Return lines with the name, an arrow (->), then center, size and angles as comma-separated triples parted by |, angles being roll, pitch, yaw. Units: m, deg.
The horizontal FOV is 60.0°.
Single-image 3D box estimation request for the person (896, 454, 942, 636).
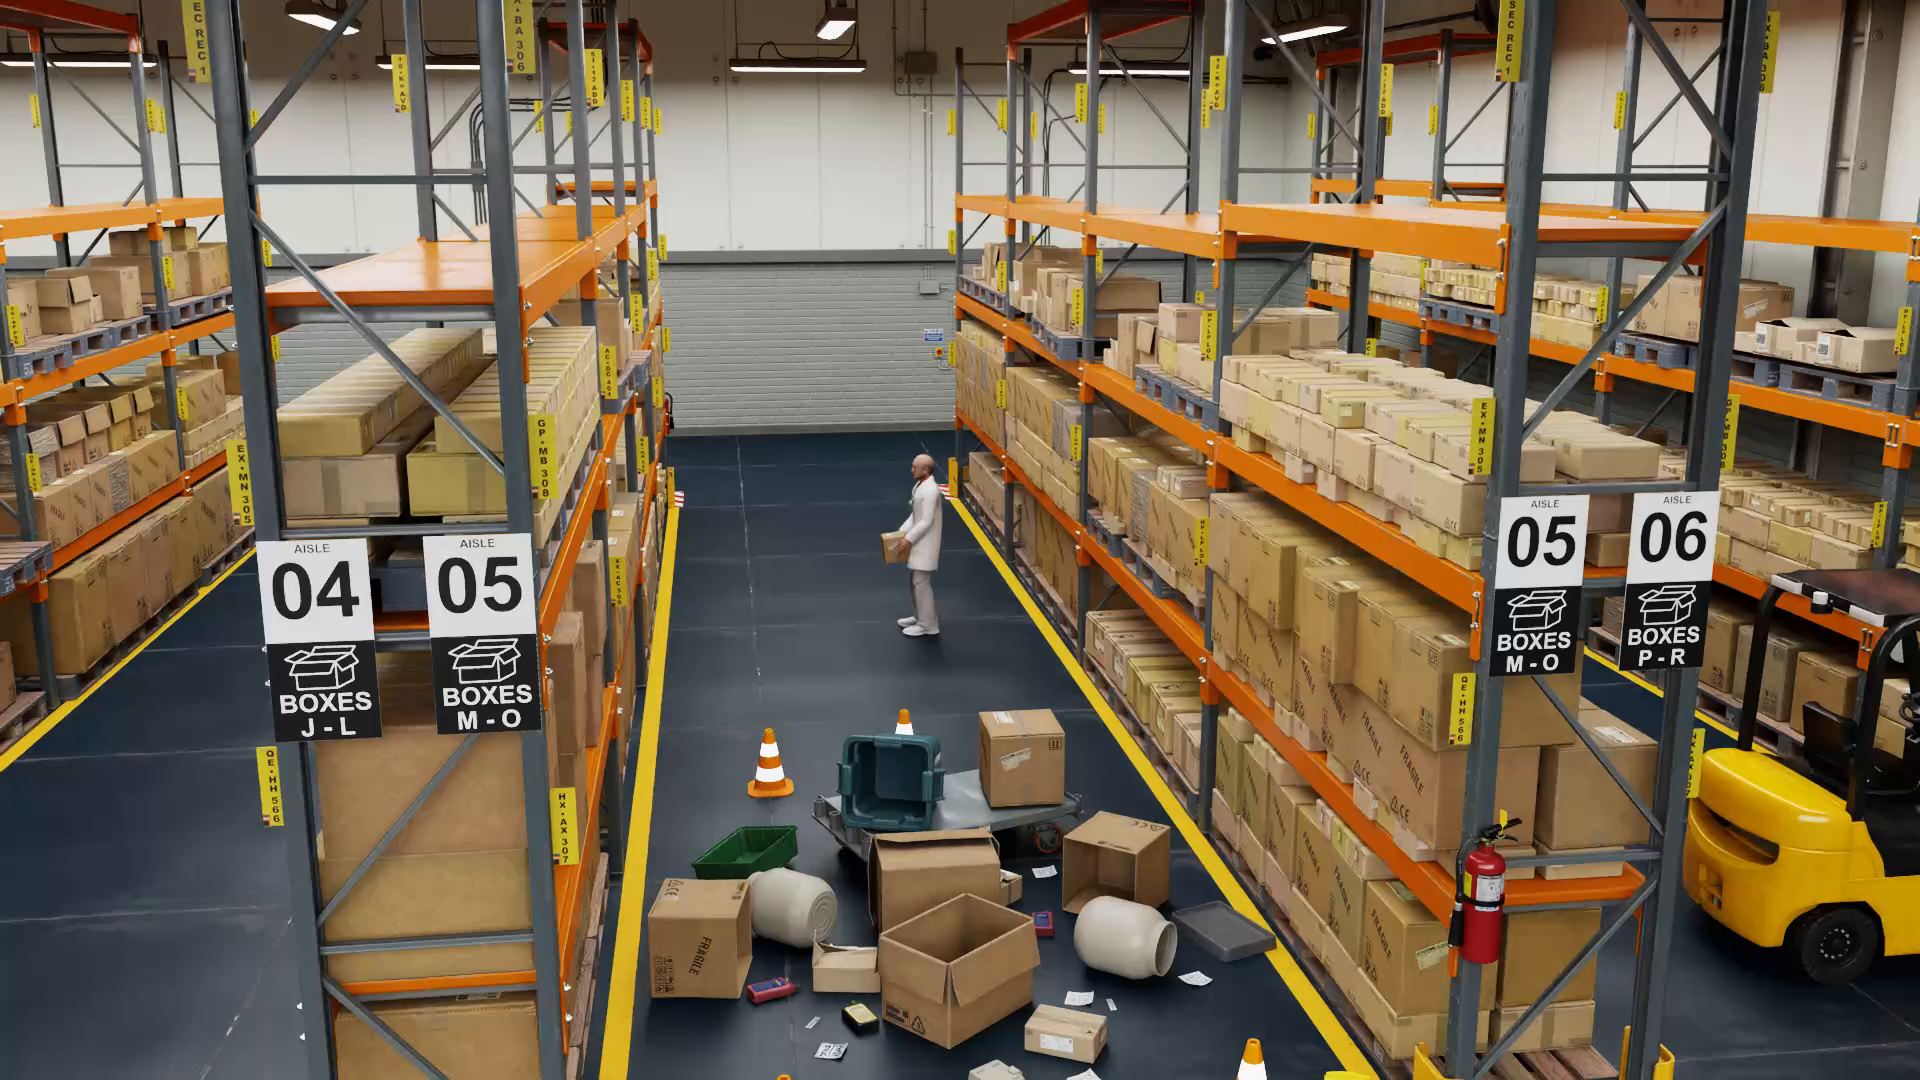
person -> -0.412, 0.037, 16.336 | 0.467, 1.782, 0.575 | -2, 13, -9
